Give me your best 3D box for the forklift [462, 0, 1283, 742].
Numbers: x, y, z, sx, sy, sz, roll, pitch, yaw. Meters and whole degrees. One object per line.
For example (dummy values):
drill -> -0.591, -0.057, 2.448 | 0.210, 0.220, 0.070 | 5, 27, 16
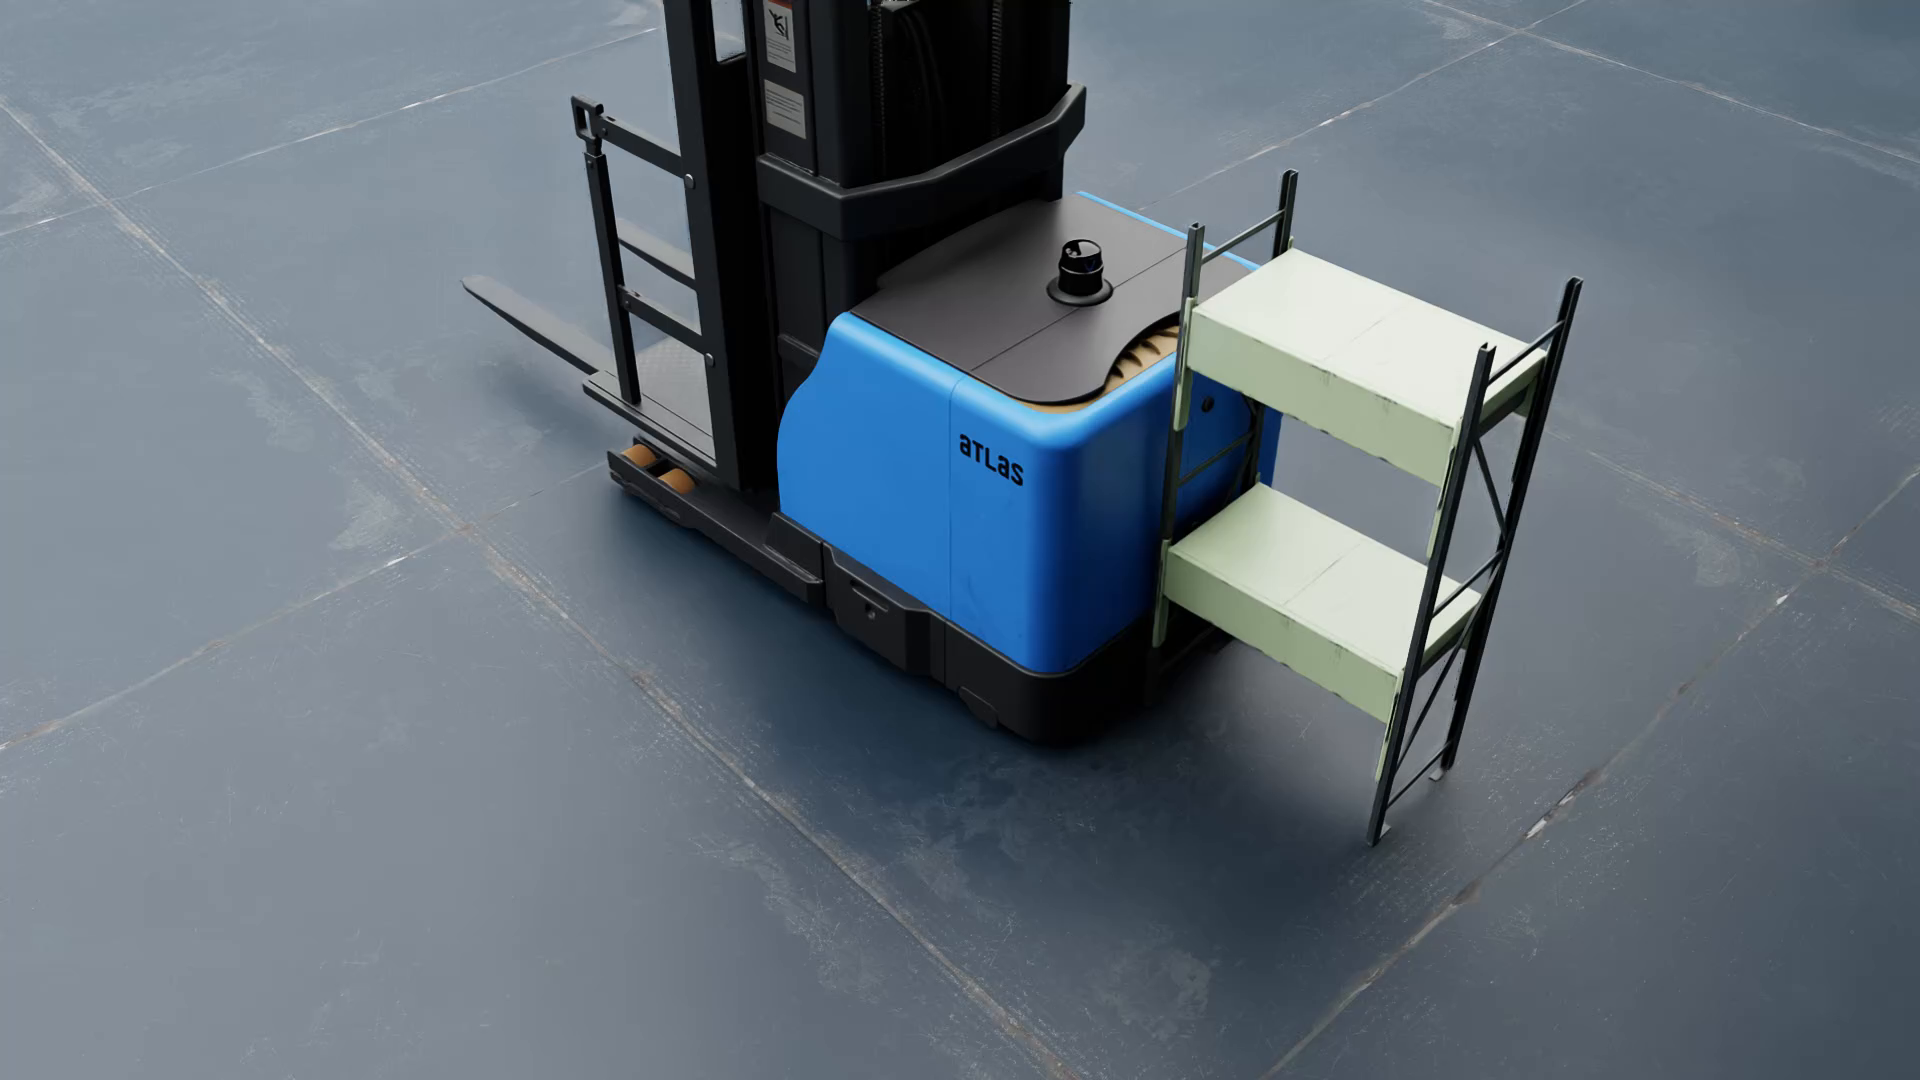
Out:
forklift -> -0.498, -1.409, 4.662 | 3.031, 2.935, 1.130 | 31, 48, 33

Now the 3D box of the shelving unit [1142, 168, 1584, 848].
shelving unit -> 0.923, -0.047, 4.115 | 0.755, 1.500, 0.431 | 31, 48, 33

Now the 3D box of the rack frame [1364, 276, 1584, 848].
rack frame -> 1.187, 0.112, 3.918 | 0.023, 1.500, 0.400 | 31, 48, 33

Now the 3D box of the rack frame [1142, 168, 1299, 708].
rack frame -> 0.658, -0.206, 4.312 | 0.023, 1.500, 0.400 | 31, 48, 33

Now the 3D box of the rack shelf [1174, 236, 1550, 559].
rack shelf -> 0.923, -0.351, 3.870 | 0.720, 0.370, 0.431 | 31, 48, 33

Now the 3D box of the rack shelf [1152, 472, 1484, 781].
rack shelf -> 0.923, 0.206, 4.320 | 0.720, 0.370, 0.431 | 31, 48, 33
